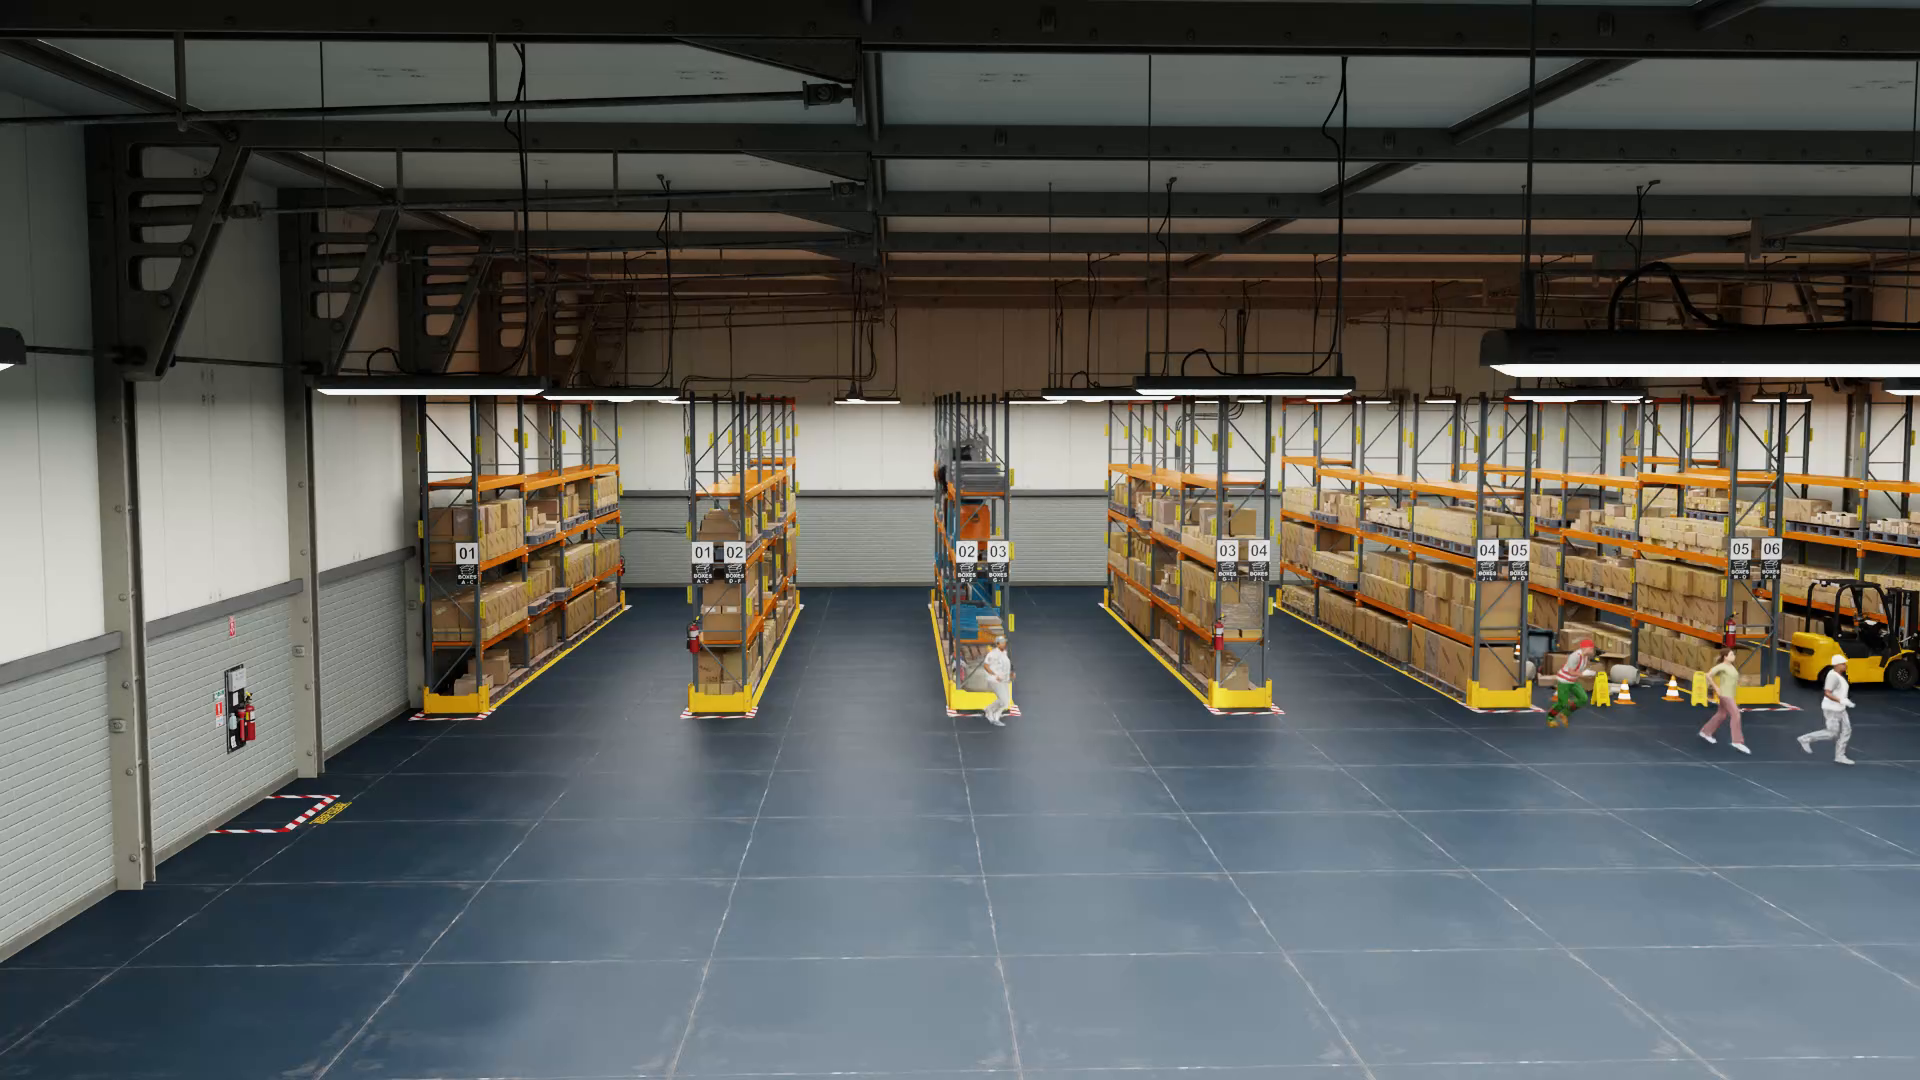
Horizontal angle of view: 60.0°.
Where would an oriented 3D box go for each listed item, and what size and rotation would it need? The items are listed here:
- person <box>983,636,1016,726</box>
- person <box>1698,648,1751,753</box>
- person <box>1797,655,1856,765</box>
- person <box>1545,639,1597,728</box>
[{"bbox_3d":[0.711,2.533,29.884,0.520,1.631,0.575,3,6,35],"label":"person"},{"bbox_3d":[12.810,2.771,27.813,0.875,1.449,0.560,4,6,42],"label":"person"},{"bbox_3d":[13.990,2.708,26.775,0.844,1.758,0.671,4,6,38],"label":"person"},{"bbox_3d":[10.871,2.537,29.507,0.700,1.619,0.937,-4,6,-44],"label":"person"}]
